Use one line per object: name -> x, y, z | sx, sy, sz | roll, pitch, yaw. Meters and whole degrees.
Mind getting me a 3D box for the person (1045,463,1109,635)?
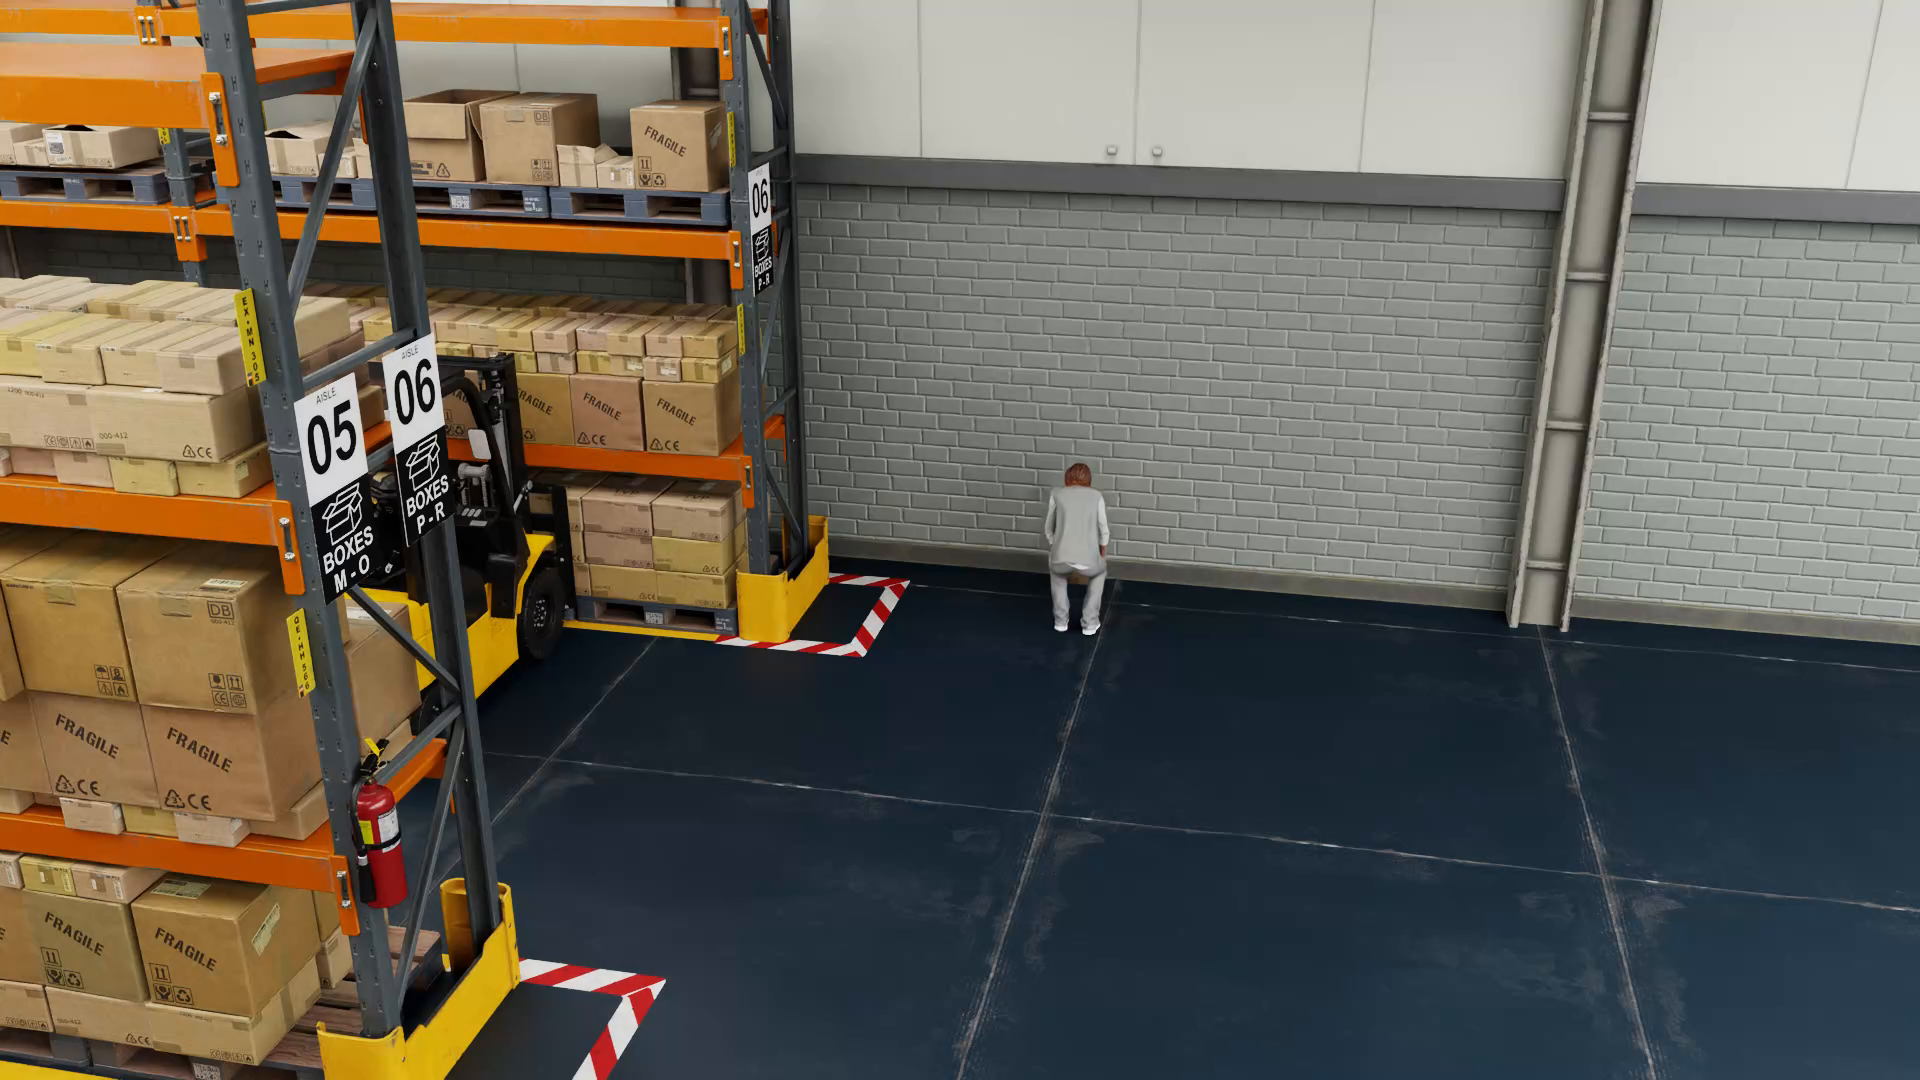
person -> 0.792, 0.128, 11.570 | 0.464, 1.013, 0.738 | 4, 22, 11
